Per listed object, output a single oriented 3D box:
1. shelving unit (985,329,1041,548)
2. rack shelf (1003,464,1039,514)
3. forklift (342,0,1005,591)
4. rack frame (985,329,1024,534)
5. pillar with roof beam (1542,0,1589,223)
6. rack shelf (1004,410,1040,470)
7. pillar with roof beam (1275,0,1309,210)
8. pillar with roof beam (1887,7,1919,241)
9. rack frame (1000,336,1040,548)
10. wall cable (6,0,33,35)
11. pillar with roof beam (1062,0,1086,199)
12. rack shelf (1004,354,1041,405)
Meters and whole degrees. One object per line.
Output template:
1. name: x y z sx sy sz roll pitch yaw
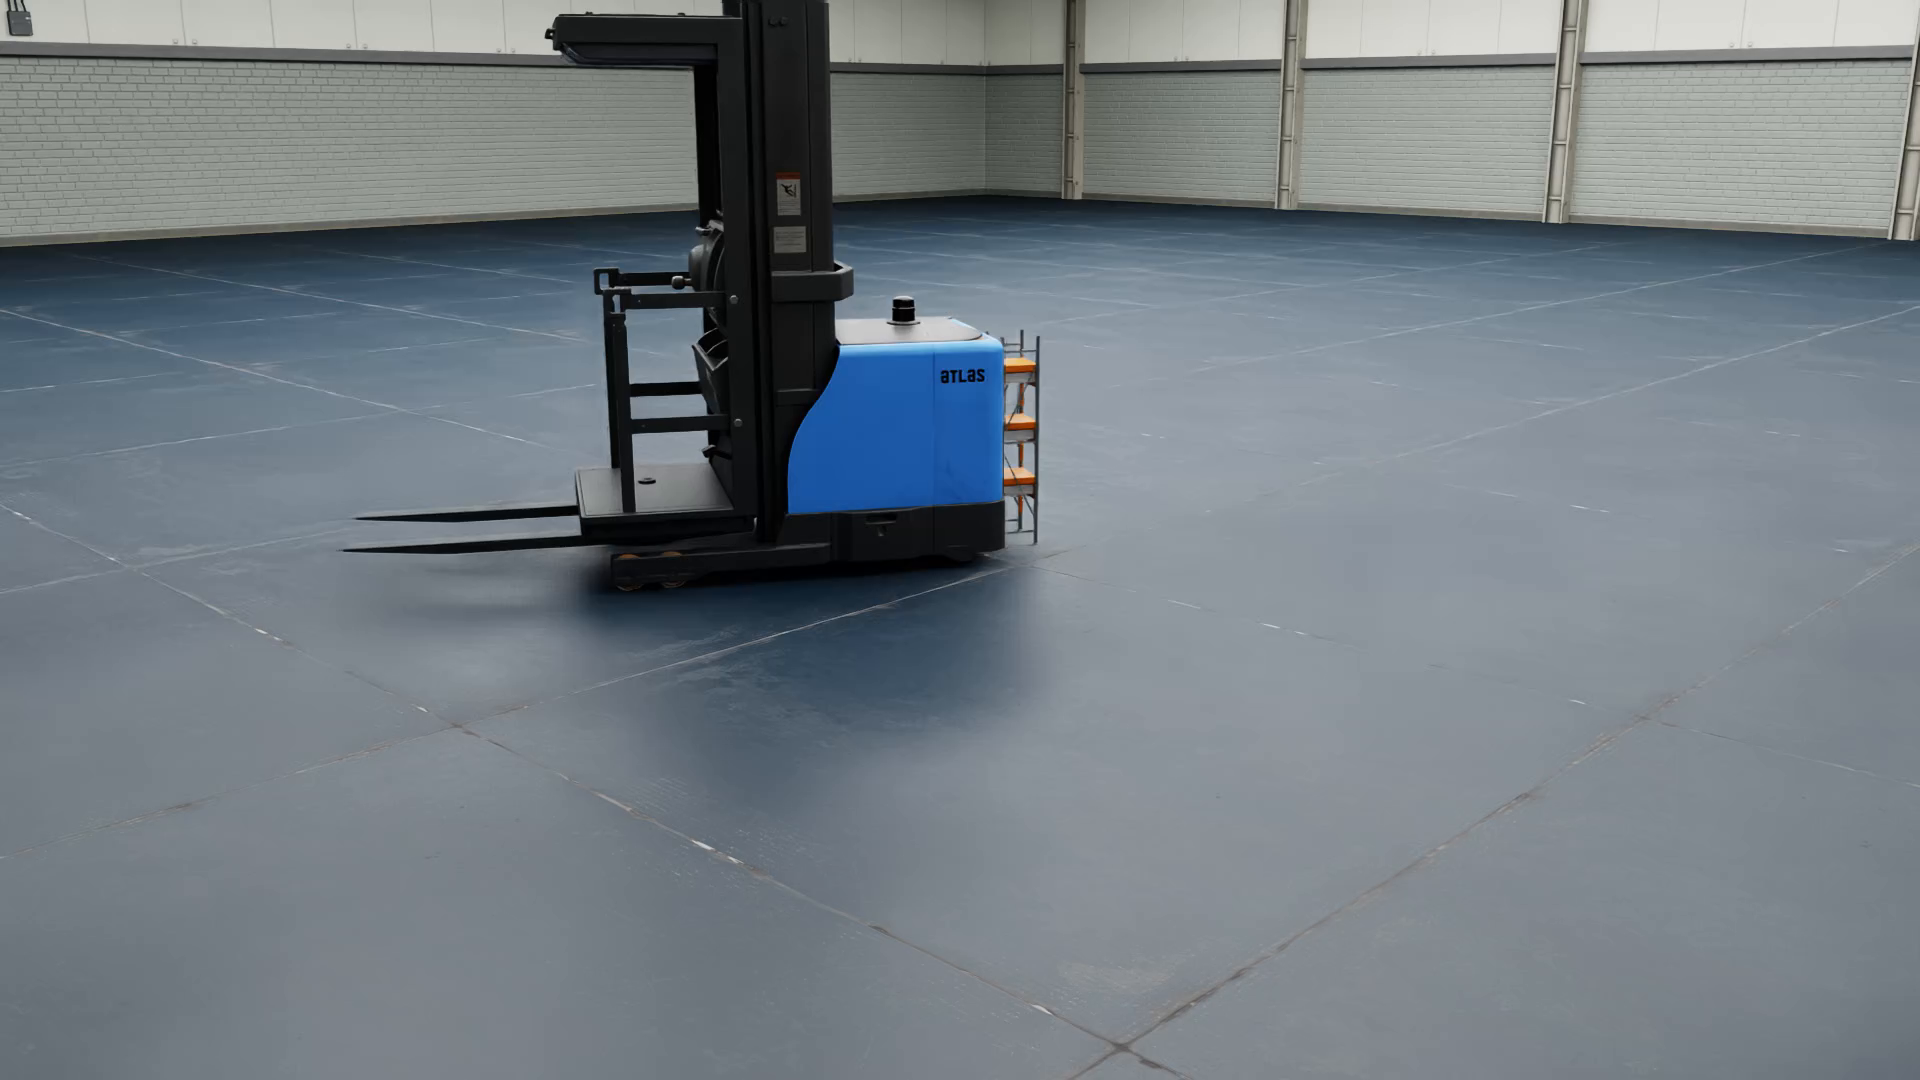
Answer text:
1. shelving unit: 0.257 -0.506 8.290 0.215 1.050 0.252 -4 15 -16
2. rack shelf: 0.257 -0.226 8.363 0.215 0.259 0.240 -4 15 -16
3. forklift: -1.356 -1.334 7.738 3.031 2.935 1.130 -4 15 -14
4. rack frame: 0.222 -0.535 8.403 0.200 1.050 0.008 -4 15 -16
5. pillar with roof beam: 8.317 -9.603 27.442 0.400 9.000 9.100 14 20 42
6. rack shelf: 0.257 -0.495 8.293 0.215 0.259 0.240 -4 15 -16
7. pillar with roof beam: 3.998 -10.653 31.472 0.400 9.000 9.100 14 20 42
8. pillar with roof beam: 12.636 -8.553 23.412 0.400 9.000 9.100 14 20 42
9. rack frame: 0.292 -0.476 8.177 0.200 1.050 0.008 -4 15 -16
10. wall cable: -13.800 -10.889 25.631 0.169 6.003 2.305 14 20 42
11. pillar with roof beam: -0.321 -11.704 35.502 0.400 9.000 9.100 14 20 42
12. rack shelf: 0.257 -0.770 8.221 0.215 0.259 0.240 -4 15 -16
